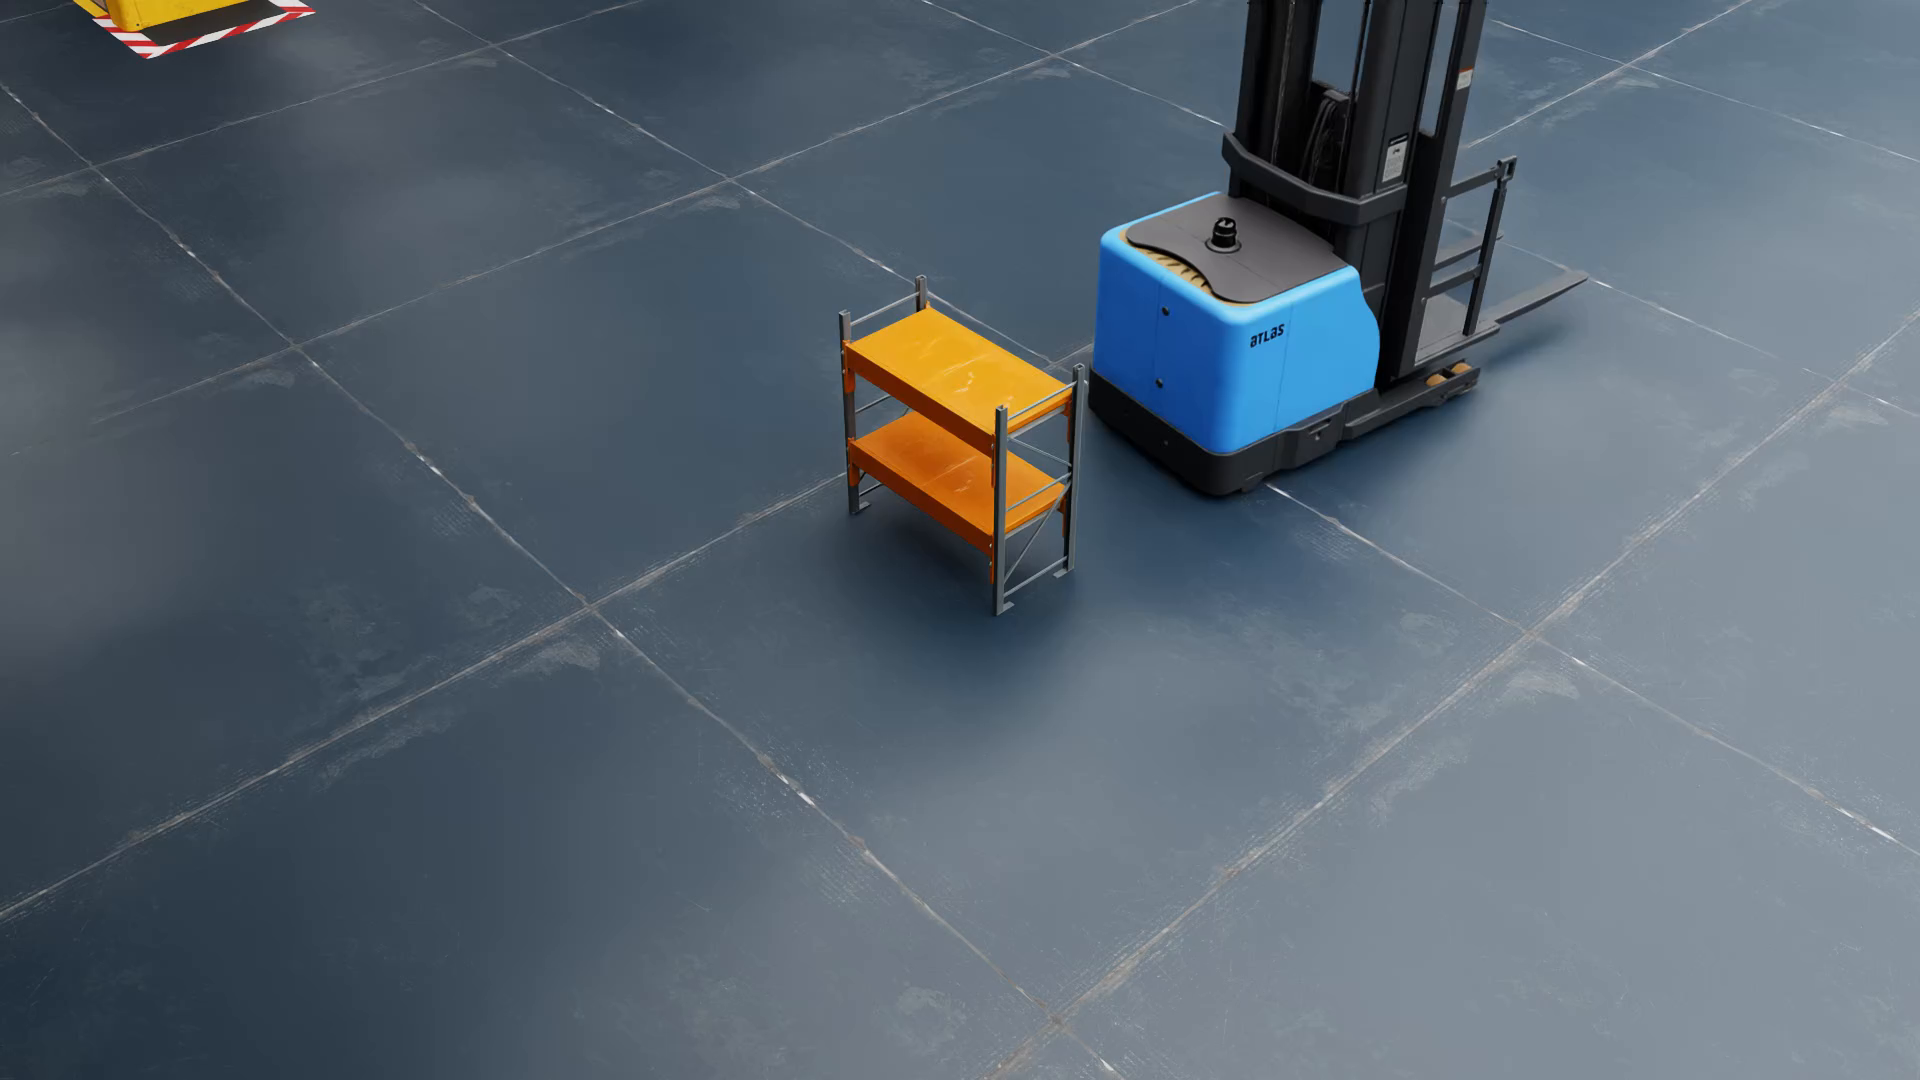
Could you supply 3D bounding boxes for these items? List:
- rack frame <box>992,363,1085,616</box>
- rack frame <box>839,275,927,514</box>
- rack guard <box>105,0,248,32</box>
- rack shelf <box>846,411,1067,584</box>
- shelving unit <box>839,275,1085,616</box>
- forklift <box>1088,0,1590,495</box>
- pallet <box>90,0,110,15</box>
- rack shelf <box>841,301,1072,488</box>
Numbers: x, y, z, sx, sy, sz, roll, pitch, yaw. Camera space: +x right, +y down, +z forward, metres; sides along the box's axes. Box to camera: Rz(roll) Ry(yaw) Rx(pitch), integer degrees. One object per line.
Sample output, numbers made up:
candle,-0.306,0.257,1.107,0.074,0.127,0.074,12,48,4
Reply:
rack frame,0.339,-0.205,7.317,0.500,1.125,0.032,-30,48,-32
rack frame,-0.348,-0.676,7.900,0.500,1.125,0.032,-30,48,-32
rack guard,-6.089,-4.417,13.029,1.175,0.500,0.348,-30,48,-32
rack shelf,-0.005,-0.251,7.762,0.538,0.278,1.000,-30,48,-32
shelving unit,-0.005,-0.441,7.608,0.538,1.125,1.048,-30,48,-32
forklift,2.165,-2.097,8.222,3.031,2.935,1.130,-24,45,-27
pallet,-6.653,-4.652,13.549,1.003,0.211,1.213,-30,48,-32
rack shelf,-0.005,-0.668,7.424,0.538,0.278,1.000,-30,48,-32
